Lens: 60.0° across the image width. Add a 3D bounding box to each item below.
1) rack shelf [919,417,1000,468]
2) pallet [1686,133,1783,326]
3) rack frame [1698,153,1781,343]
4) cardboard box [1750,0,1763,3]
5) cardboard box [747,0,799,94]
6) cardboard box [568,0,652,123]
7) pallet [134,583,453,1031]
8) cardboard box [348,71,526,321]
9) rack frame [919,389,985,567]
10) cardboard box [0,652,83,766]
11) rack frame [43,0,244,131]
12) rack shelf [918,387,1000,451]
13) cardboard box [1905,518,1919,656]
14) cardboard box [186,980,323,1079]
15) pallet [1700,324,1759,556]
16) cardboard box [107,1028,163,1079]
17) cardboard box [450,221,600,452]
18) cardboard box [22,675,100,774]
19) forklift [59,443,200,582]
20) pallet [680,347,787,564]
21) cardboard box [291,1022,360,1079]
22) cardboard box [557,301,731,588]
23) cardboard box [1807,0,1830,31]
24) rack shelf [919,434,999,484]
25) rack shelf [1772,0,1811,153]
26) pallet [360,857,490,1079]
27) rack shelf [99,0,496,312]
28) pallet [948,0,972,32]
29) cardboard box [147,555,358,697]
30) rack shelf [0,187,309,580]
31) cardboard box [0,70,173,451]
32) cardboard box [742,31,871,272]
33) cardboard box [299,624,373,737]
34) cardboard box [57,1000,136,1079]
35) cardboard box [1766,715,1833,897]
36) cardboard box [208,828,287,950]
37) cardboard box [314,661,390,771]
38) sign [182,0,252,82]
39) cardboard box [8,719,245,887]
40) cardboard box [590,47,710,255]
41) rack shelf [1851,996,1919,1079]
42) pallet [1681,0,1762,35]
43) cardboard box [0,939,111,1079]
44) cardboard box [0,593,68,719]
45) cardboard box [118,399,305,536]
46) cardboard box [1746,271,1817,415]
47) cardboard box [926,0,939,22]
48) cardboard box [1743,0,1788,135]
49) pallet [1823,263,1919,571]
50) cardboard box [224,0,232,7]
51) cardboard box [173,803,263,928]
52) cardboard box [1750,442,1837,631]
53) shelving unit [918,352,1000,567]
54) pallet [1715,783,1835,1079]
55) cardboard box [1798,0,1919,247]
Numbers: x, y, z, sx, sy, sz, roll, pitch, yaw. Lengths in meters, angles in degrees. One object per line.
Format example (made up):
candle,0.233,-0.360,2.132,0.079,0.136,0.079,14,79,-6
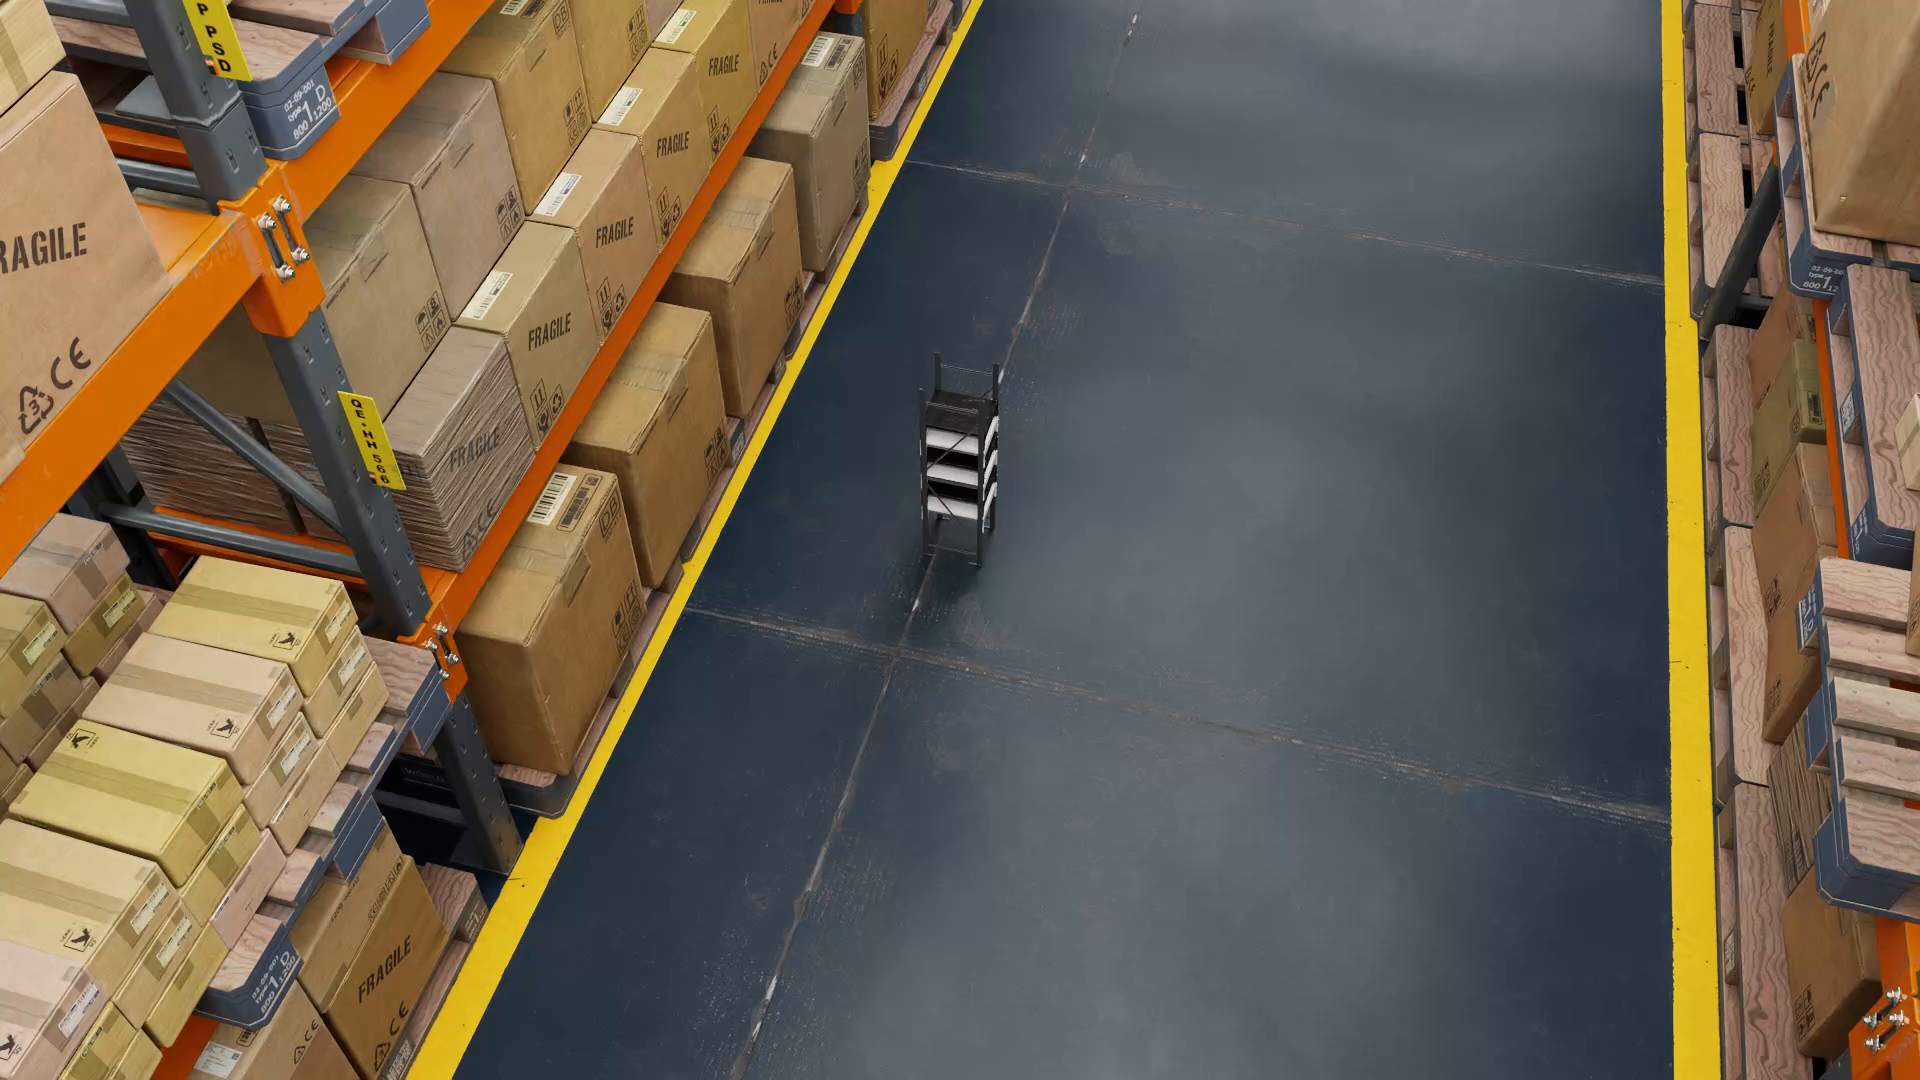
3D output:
rack shelf,-0.002,-0.389,6.216,0.258,0.077,0.200,12,50,10
pallet,3.954,-1.400,7.764,1.003,0.211,1.213,12,50,10
rack frame,3.812,-1.830,6.283,1.000,3.000,0.127,12,50,10
cardboard box,4.560,-3.148,8.833,0.500,0.500,0.500,24,53,20
cardboard box,-0.959,-2.119,6.472,0.500,0.500,0.500,11,50,10
cardboard box,-1.473,-1.783,5.508,0.700,0.500,0.500,11,50,10
pallet,-2.085,0.611,4.257,1.213,0.211,1.003,12,50,10
cardboard box,-1.740,-1.041,4.854,0.700,0.500,0.500,11,49,9
rack frame,-0.029,-0.218,6.261,0.240,0.900,0.006,12,50,10
cardboard box,-2.390,0.364,4.036,0.380,0.149,0.250,14,50,12
rack frame,-2.000,-1.974,2.409,1.000,3.000,0.127,12,50,10
rack shelf,-0.002,-0.449,6.149,0.258,0.077,0.200,12,50,10
cardboard box,2.913,0.069,4.260,0.700,0.500,0.500,18,51,16
cardboard box,-2.049,1.365,4.350,0.500,0.250,0.500,12,50,11
pallet,3.608,-0.344,6.832,1.003,0.211,1.213,12,50,10
cardboard box,-1.959,1.143,3.547,0.380,0.149,0.250,10,49,8
cardboard box,-1.490,-0.662,5.185,0.500,0.500,0.500,11,50,10
cardboard box,-2.383,0.433,4.173,0.380,0.149,0.250,14,50,12
forklift,-3.335,-0.807,5.426,1.130,2.935,3.031,12,50,10
pallet,-1.396,-0.501,6.970,1.003,0.211,1.213,12,50,10
cardboard box,-2.061,1.602,4.641,0.500,0.500,0.500,13,50,12
cardboard box,-1.526,-0.439,6.276,1.050,0.750,0.750,12,50,11
cardboard box,3.660,-2.139,6.724,0.380,0.149,0.250,12,50,10
rack shelf,-0.002,-0.329,6.284,0.258,0.077,0.200,12,50,10
rack shelf,4.338,-3.039,7.830,1.077,0.370,4.000,12,50,10
pallet,-2.207,1.499,5.205,1.003,0.211,1.213,12,50,10
rack shelf,-1.473,-2.190,5.080,1.077,0.370,4.000,12,50,10
pallet,-0.352,-3.379,9.510,1.003,0.211,1.213,12,50,10
cardboard box,-1.686,0.204,3.979,0.380,0.149,0.250,10,49,9
rack shelf,-2.526,0.703,2.526,1.077,0.370,4.000,12,50,10
cardboard box,-1.905,-0.551,3.087,0.500,0.500,0.500,12,50,10
cardboard box,-1.024,-1.810,7.486,1.050,0.750,0.750,11,50,10
cardboard box,-1.690,0.304,4.089,0.380,0.149,0.250,12,50,11
cardboard box,-1.960,1.049,3.431,0.380,0.149,0.250,11,50,10
cardboard box,3.049,0.852,5.290,0.700,0.500,0.500,8,49,7
cardboard box,-1.820,0.768,3.877,0.380,0.149,0.250,12,50,11
cardboard box,-1.686,0.403,4.200,0.380,0.149,0.250,12,50,11
sign,-1.477,-1.044,3.244,0.100,0.325,0.005,12,50,10
cardboard box,-1.824,0.574,3.652,0.380,0.149,0.250,13,50,11
cardboard box,-1.224,-1.386,5.825,0.500,0.500,0.500,11,50,10
rack shelf,2.232,2.748,2.723,1.077,0.370,4.000,12,50,10
pallet,4.596,-3.165,9.321,1.003,0.211,1.213,12,50,10
cardboard box,-1.959,0.941,3.328,0.380,0.149,0.250,12,50,10
cardboard box,-2.376,0.250,3.939,0.380,0.149,0.250,10,49,9
cardboard box,-2.140,-0.401,4.955,0.500,0.500,0.500,12,50,10
cardboard box,3.629,-0.709,6.667,0.700,0.500,0.500,8,49,7
cardboard box,-0.480,-3.412,8.816,0.875,0.875,0.875,12,50,10
cardboard box,4.186,-2.304,8.088,0.500,0.500,0.500,8,49,7
pallet,3.240,-0.313,5.073,1.003,0.211,1.213,12,50,10
cardboard box,-1.758,-1.280,3.618,0.380,0.149,0.250,10,49,9
cardboard box,-1.826,0.689,3.750,0.380,0.149,0.250,13,50,11
cardboard box,3.339,0.037,6.009,0.700,0.500,0.500,8,49,7
shelving unit,-0.002,-0.292,6.326,0.258,0.900,0.210,12,50,10
pallet,2.966,1.421,5.274,1.003,0.211,1.213,12,50,10
cardboard box,3.467,-1.620,5.418,1.000,1.000,1.000,12,50,10
